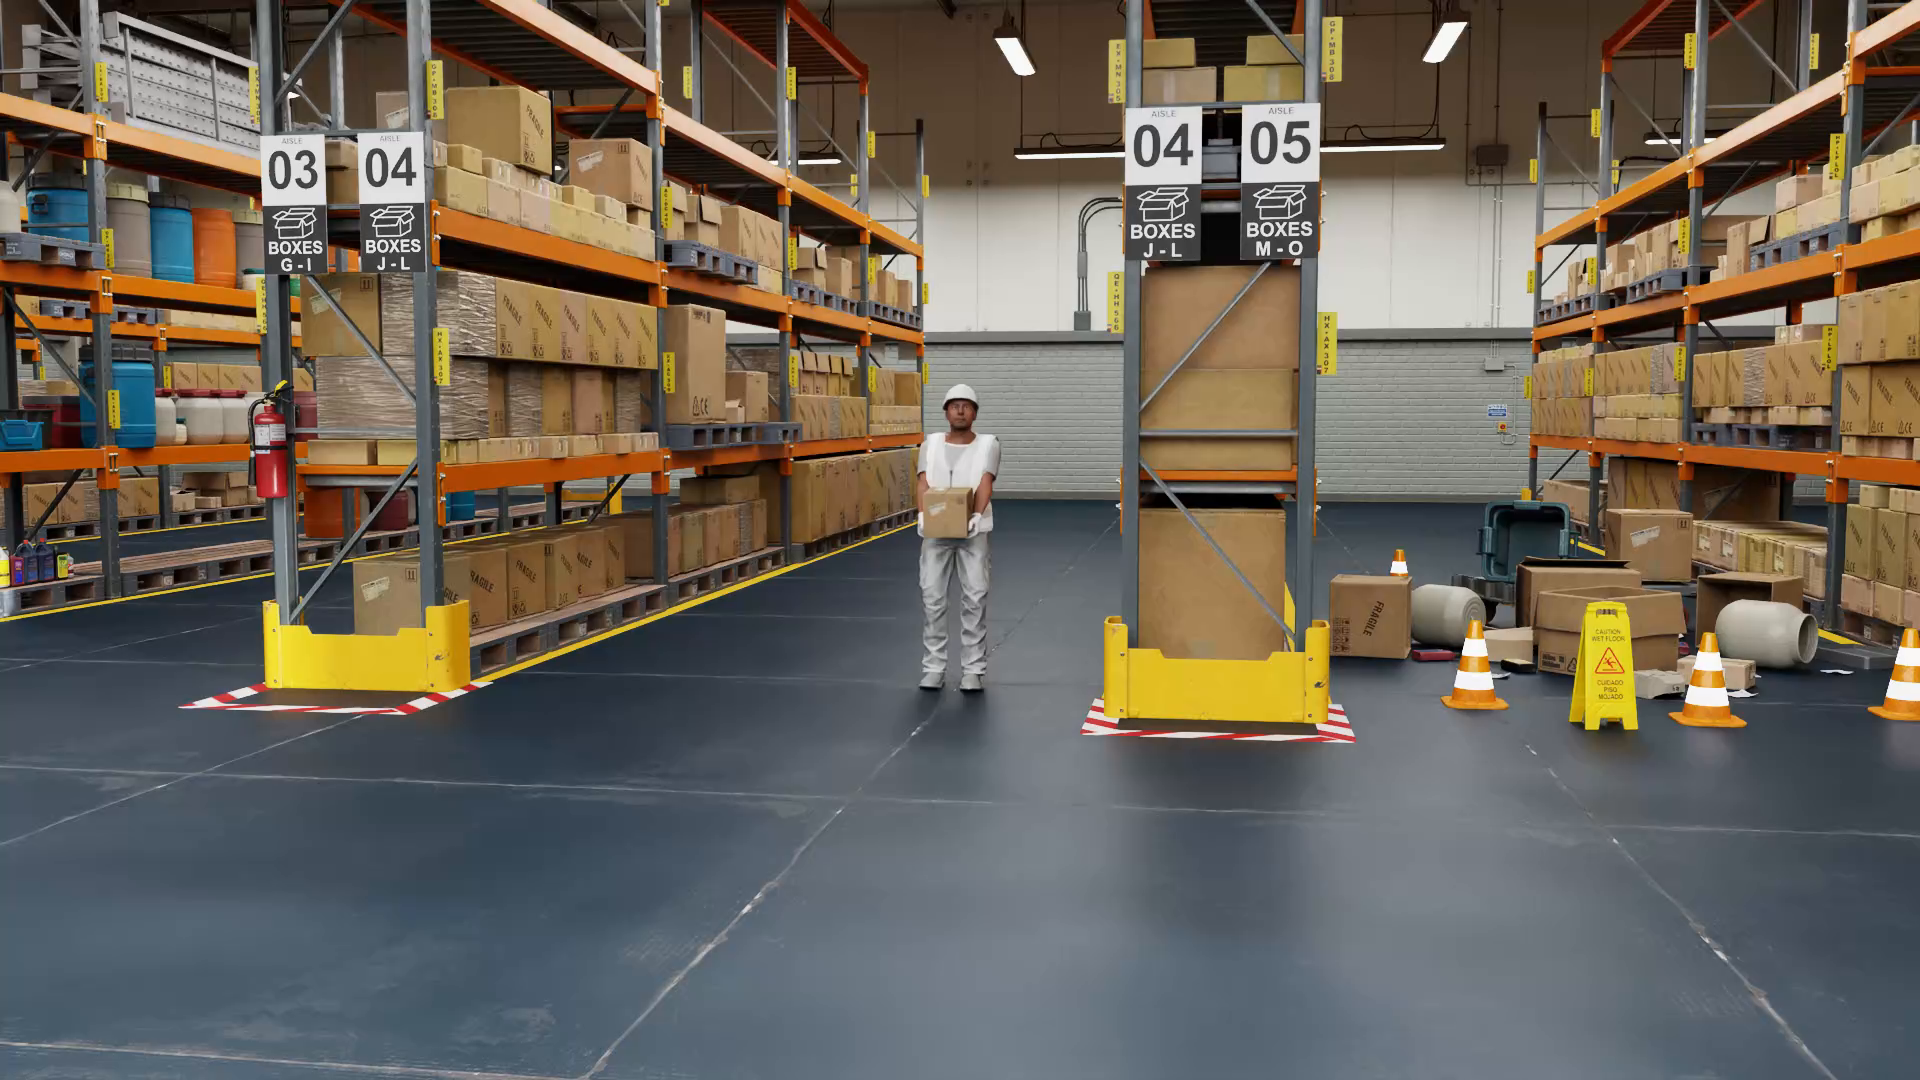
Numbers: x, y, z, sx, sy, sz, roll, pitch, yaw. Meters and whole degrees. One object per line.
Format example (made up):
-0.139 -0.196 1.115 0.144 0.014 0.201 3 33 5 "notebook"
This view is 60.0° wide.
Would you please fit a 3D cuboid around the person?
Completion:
-0.024 -0.013 9.660 0.487 1.778 0.575 1 4 9 "person"
